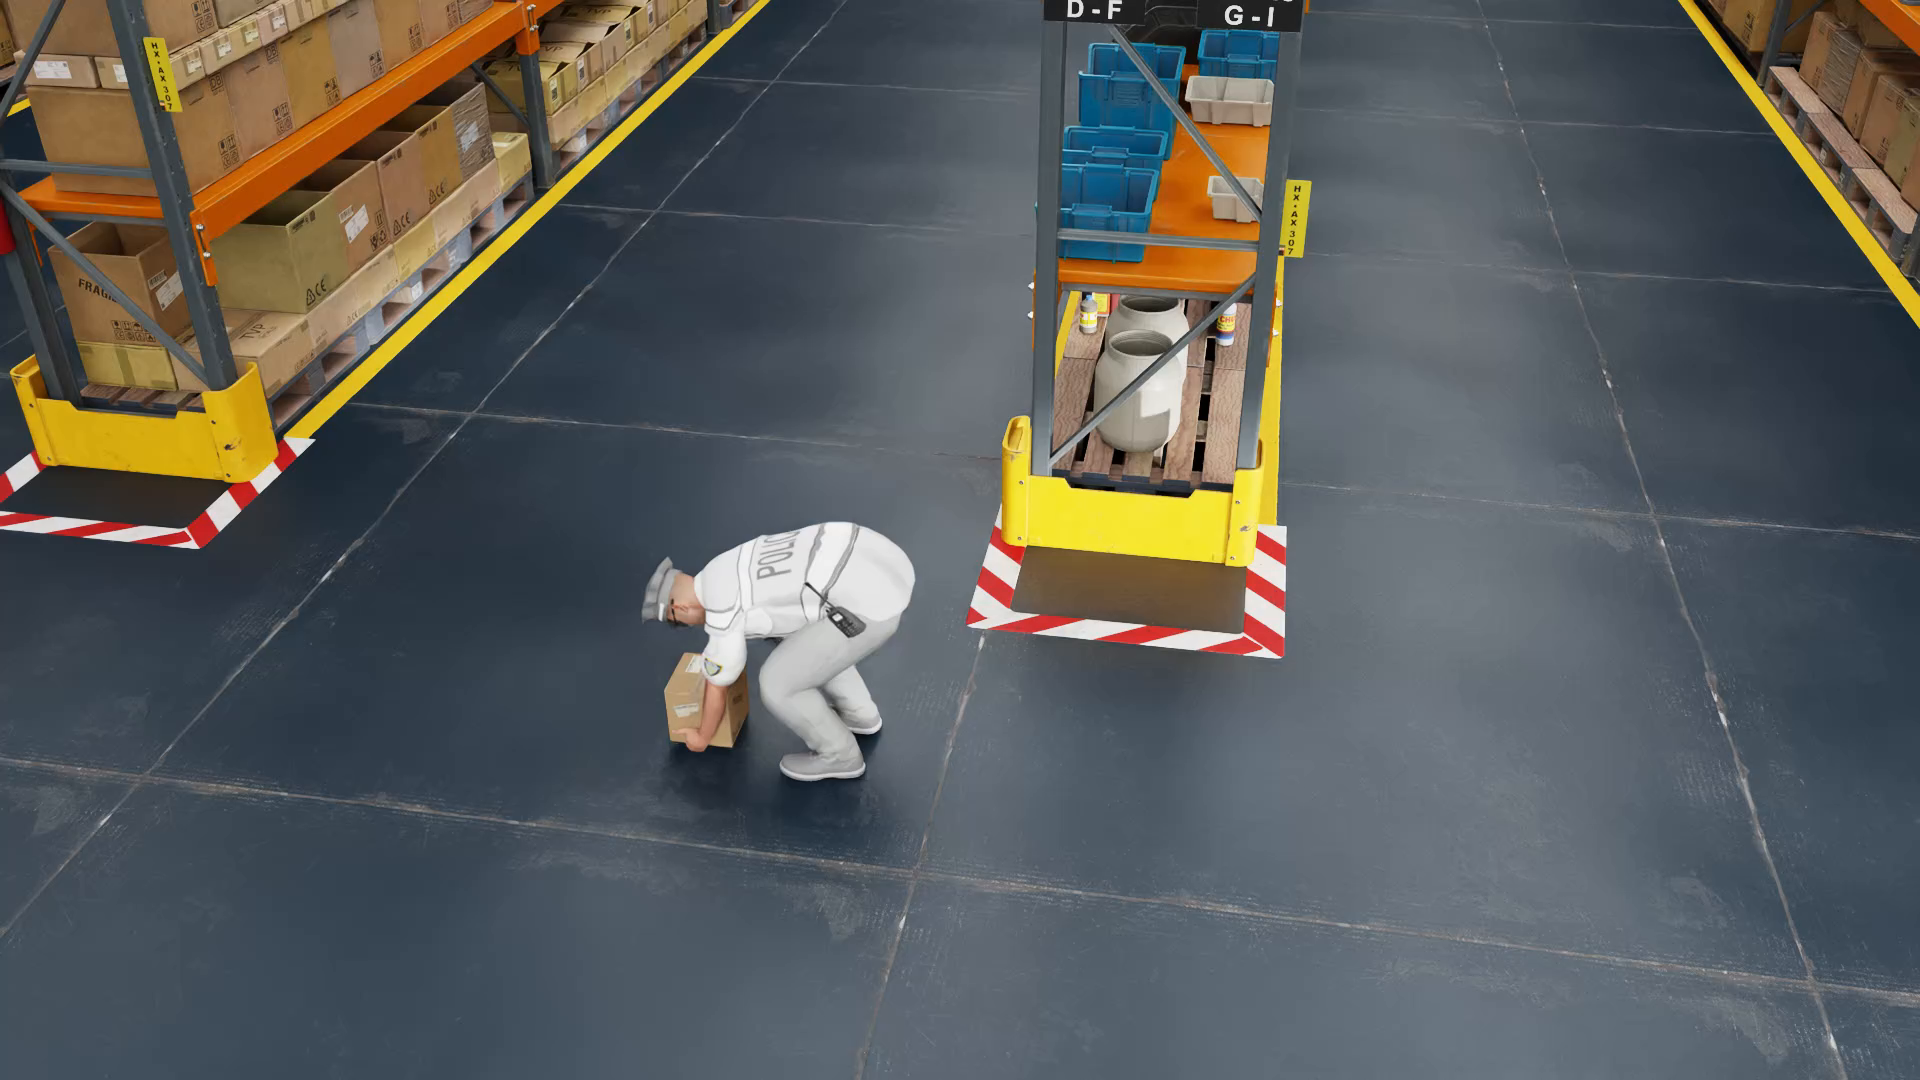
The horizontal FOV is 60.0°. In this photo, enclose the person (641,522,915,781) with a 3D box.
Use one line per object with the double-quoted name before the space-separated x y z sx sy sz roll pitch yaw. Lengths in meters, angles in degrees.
"person" -0.681 0.396 6.251 1.023 0.954 0.540 4 32 6
